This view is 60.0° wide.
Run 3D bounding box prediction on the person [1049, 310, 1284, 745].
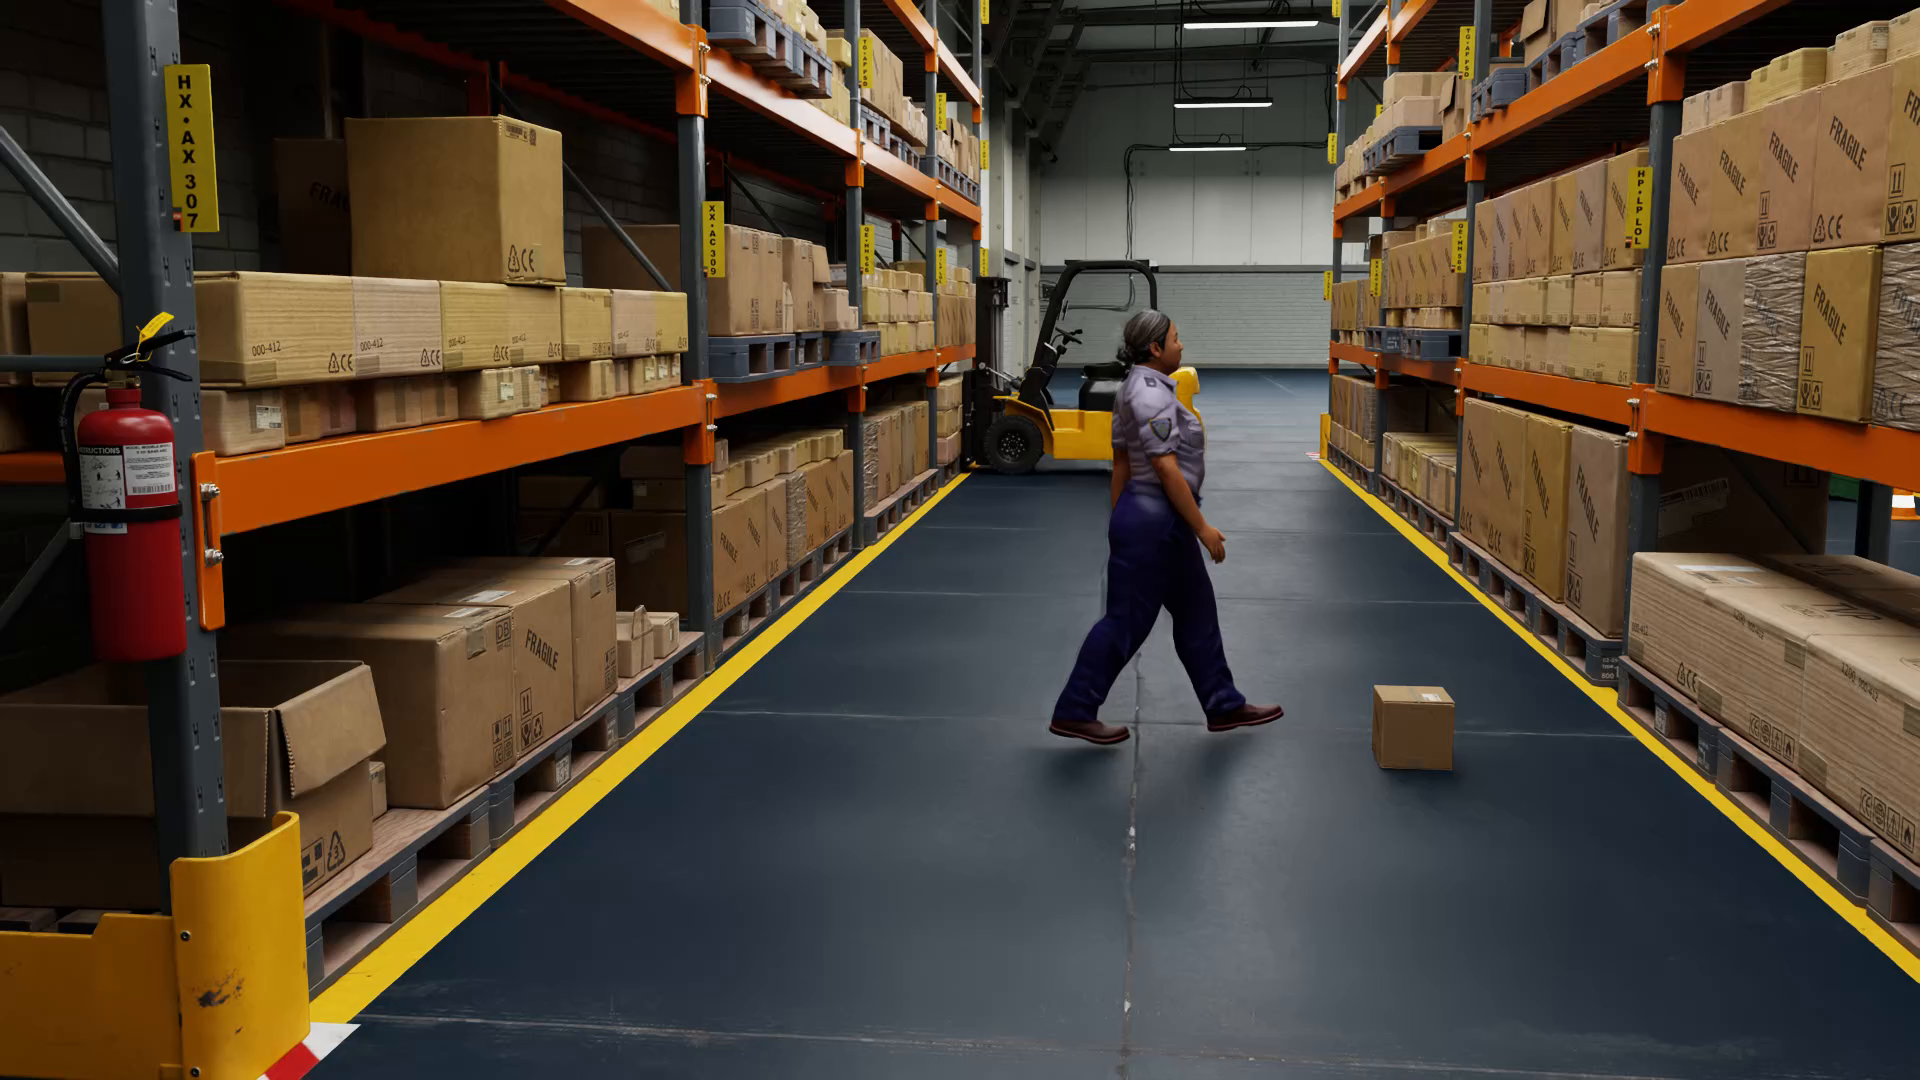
[{"bbox_3d":[0.788,-0.044,6.159,0.903,1.604,0.484,0,8,3],"label":"person"}]
